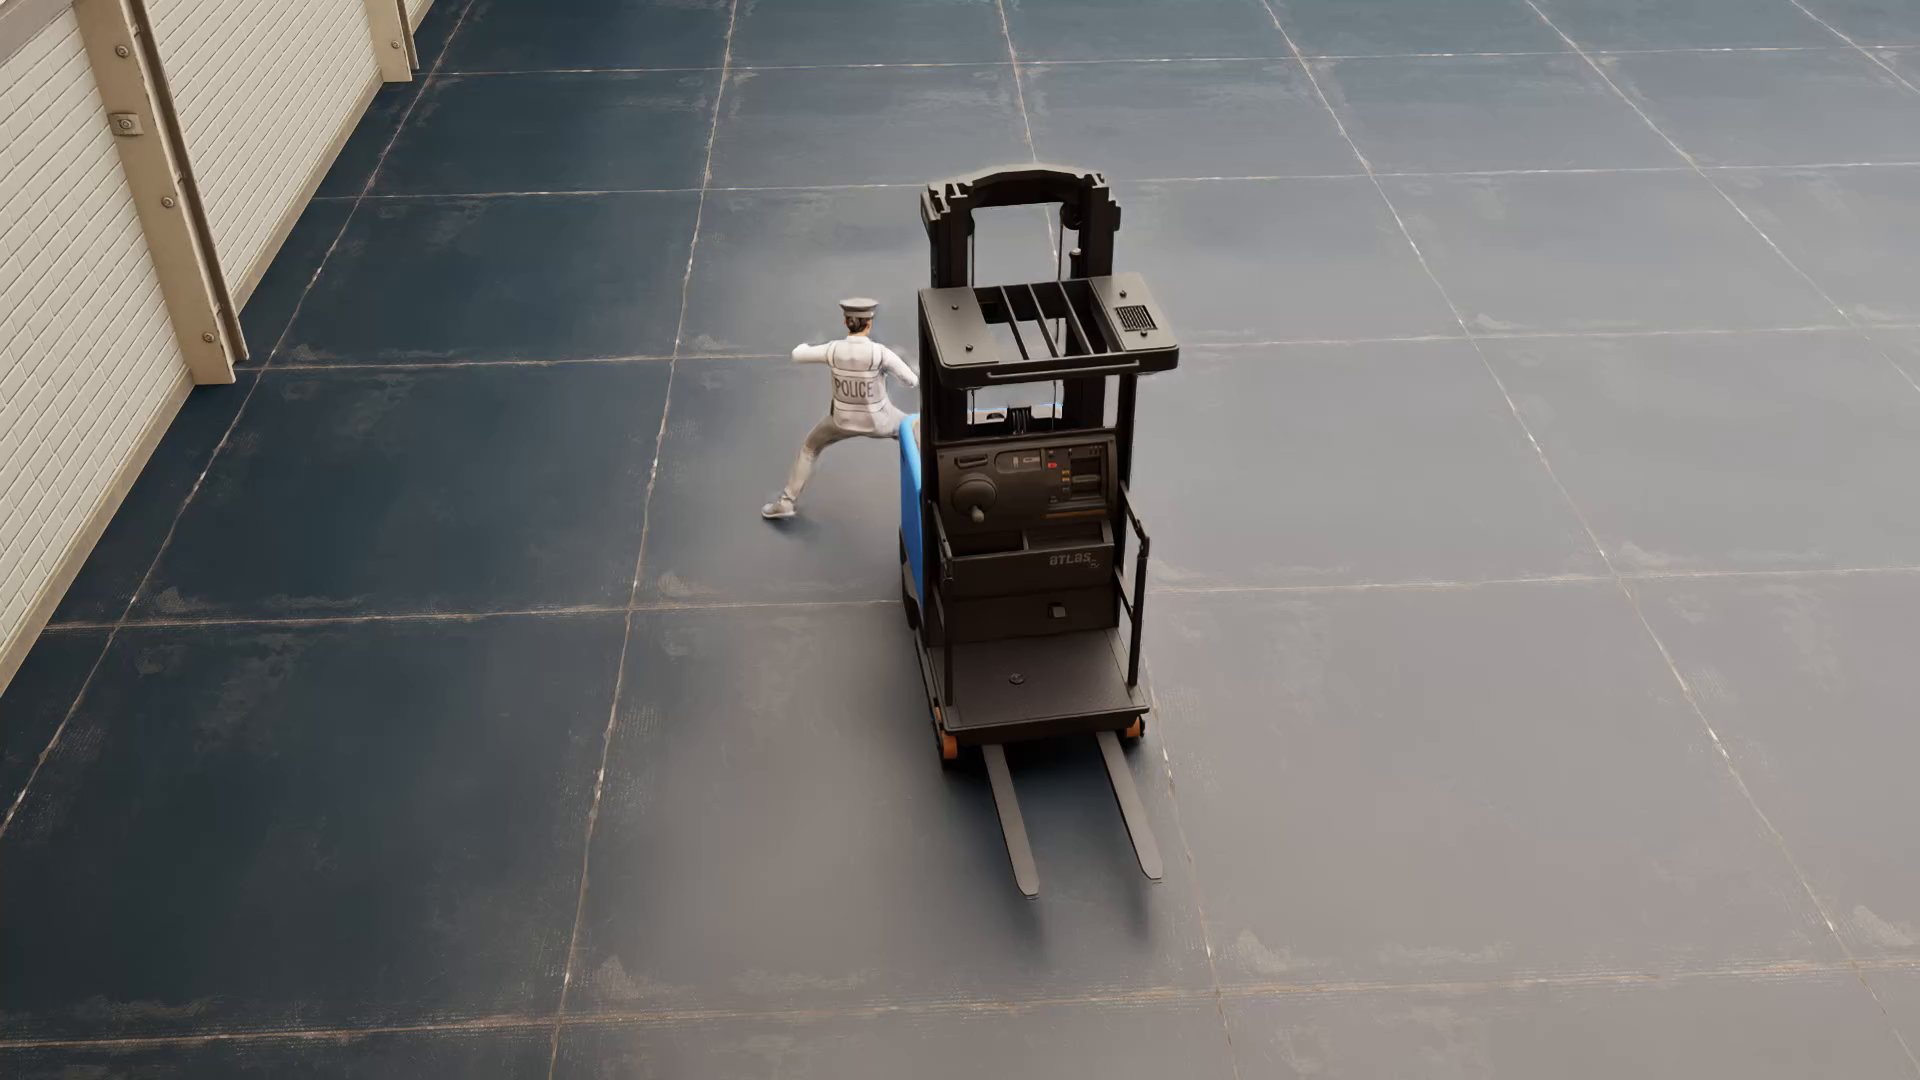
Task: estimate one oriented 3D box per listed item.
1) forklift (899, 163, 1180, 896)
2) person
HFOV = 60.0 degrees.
[{"bbox_3d":[0.384,-0.242,8.343,1.130,2.935,3.031,-6,36,-8],"label":"forklift"},{"bbox_3d":[-0.645,-0.891,10.480,1.176,1.478,0.910,5,36,7],"label":"person"}]
